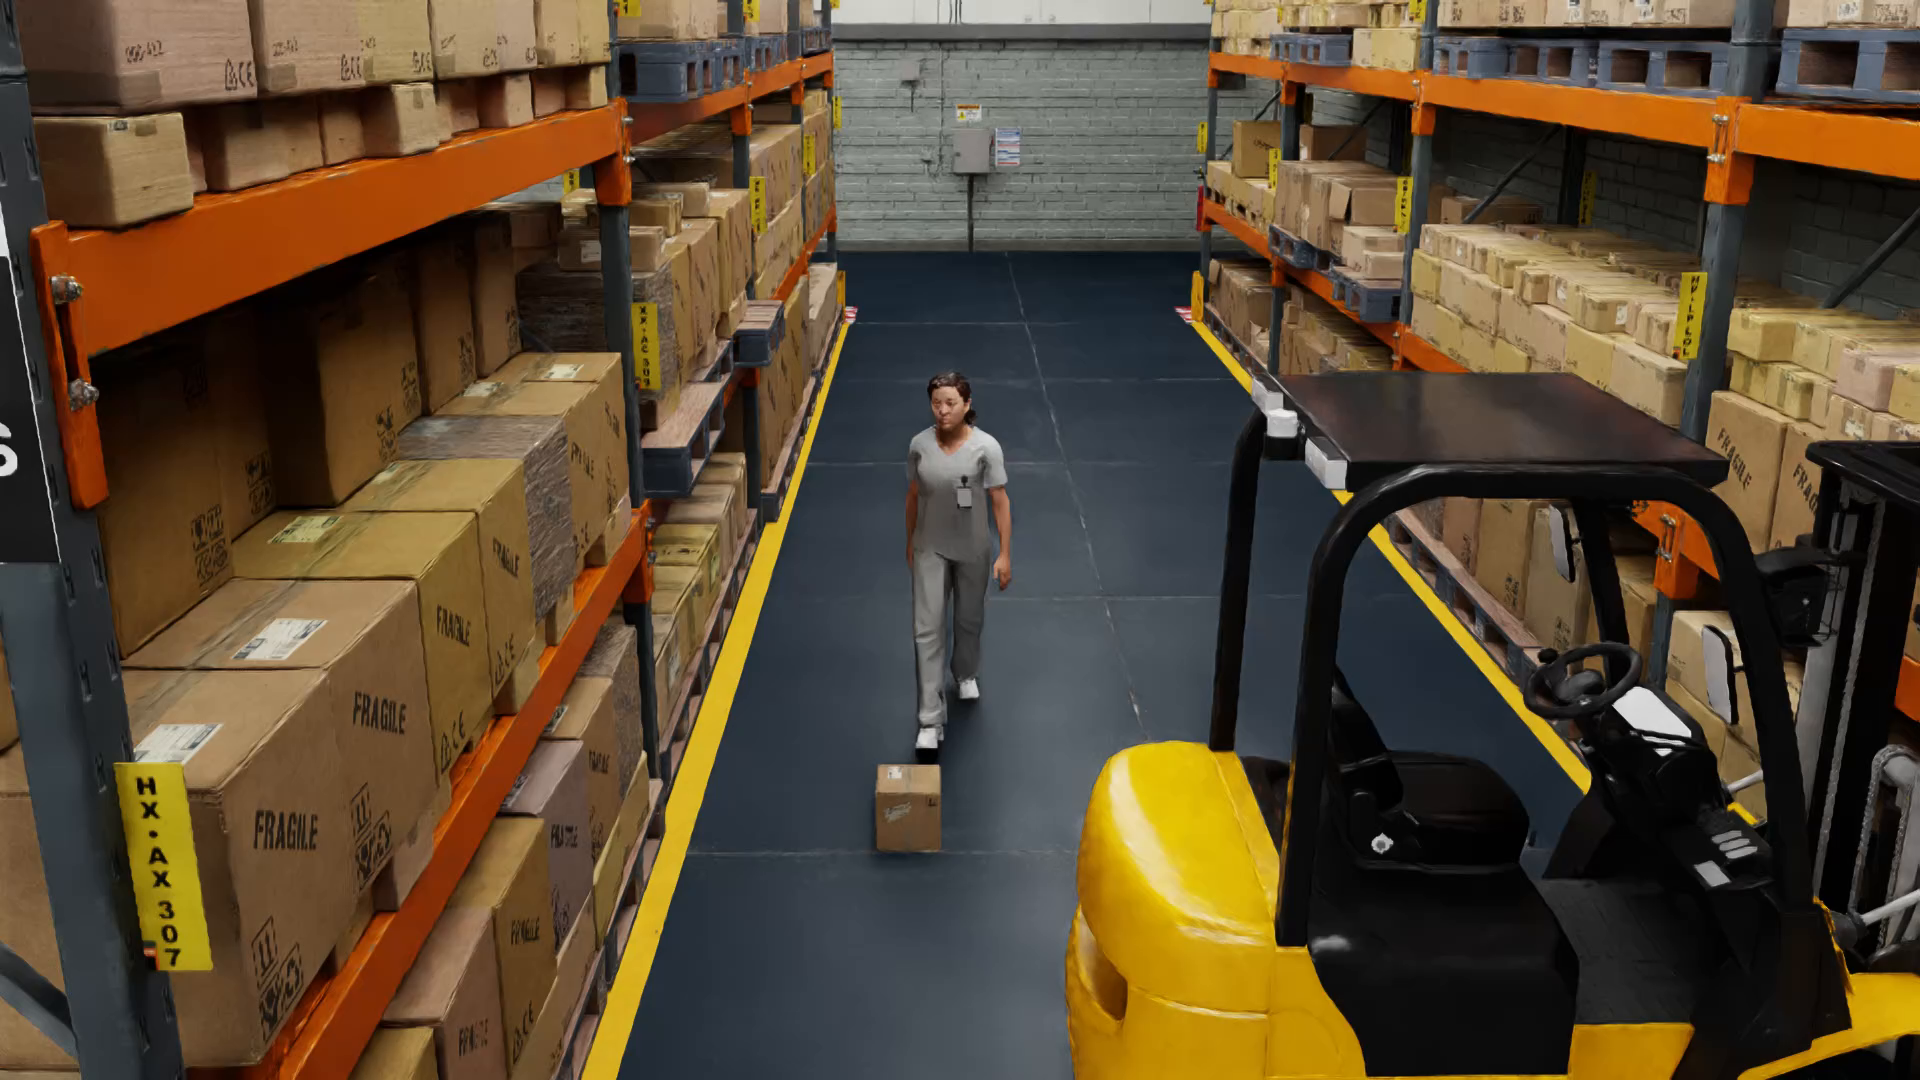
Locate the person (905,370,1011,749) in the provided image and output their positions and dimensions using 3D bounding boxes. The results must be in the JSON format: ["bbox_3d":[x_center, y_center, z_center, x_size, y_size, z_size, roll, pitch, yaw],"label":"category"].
[{"bbox_3d":[-0.017,0.056,7.386,0.499,1.629,0.931,2,17,6],"label":"person"}]
